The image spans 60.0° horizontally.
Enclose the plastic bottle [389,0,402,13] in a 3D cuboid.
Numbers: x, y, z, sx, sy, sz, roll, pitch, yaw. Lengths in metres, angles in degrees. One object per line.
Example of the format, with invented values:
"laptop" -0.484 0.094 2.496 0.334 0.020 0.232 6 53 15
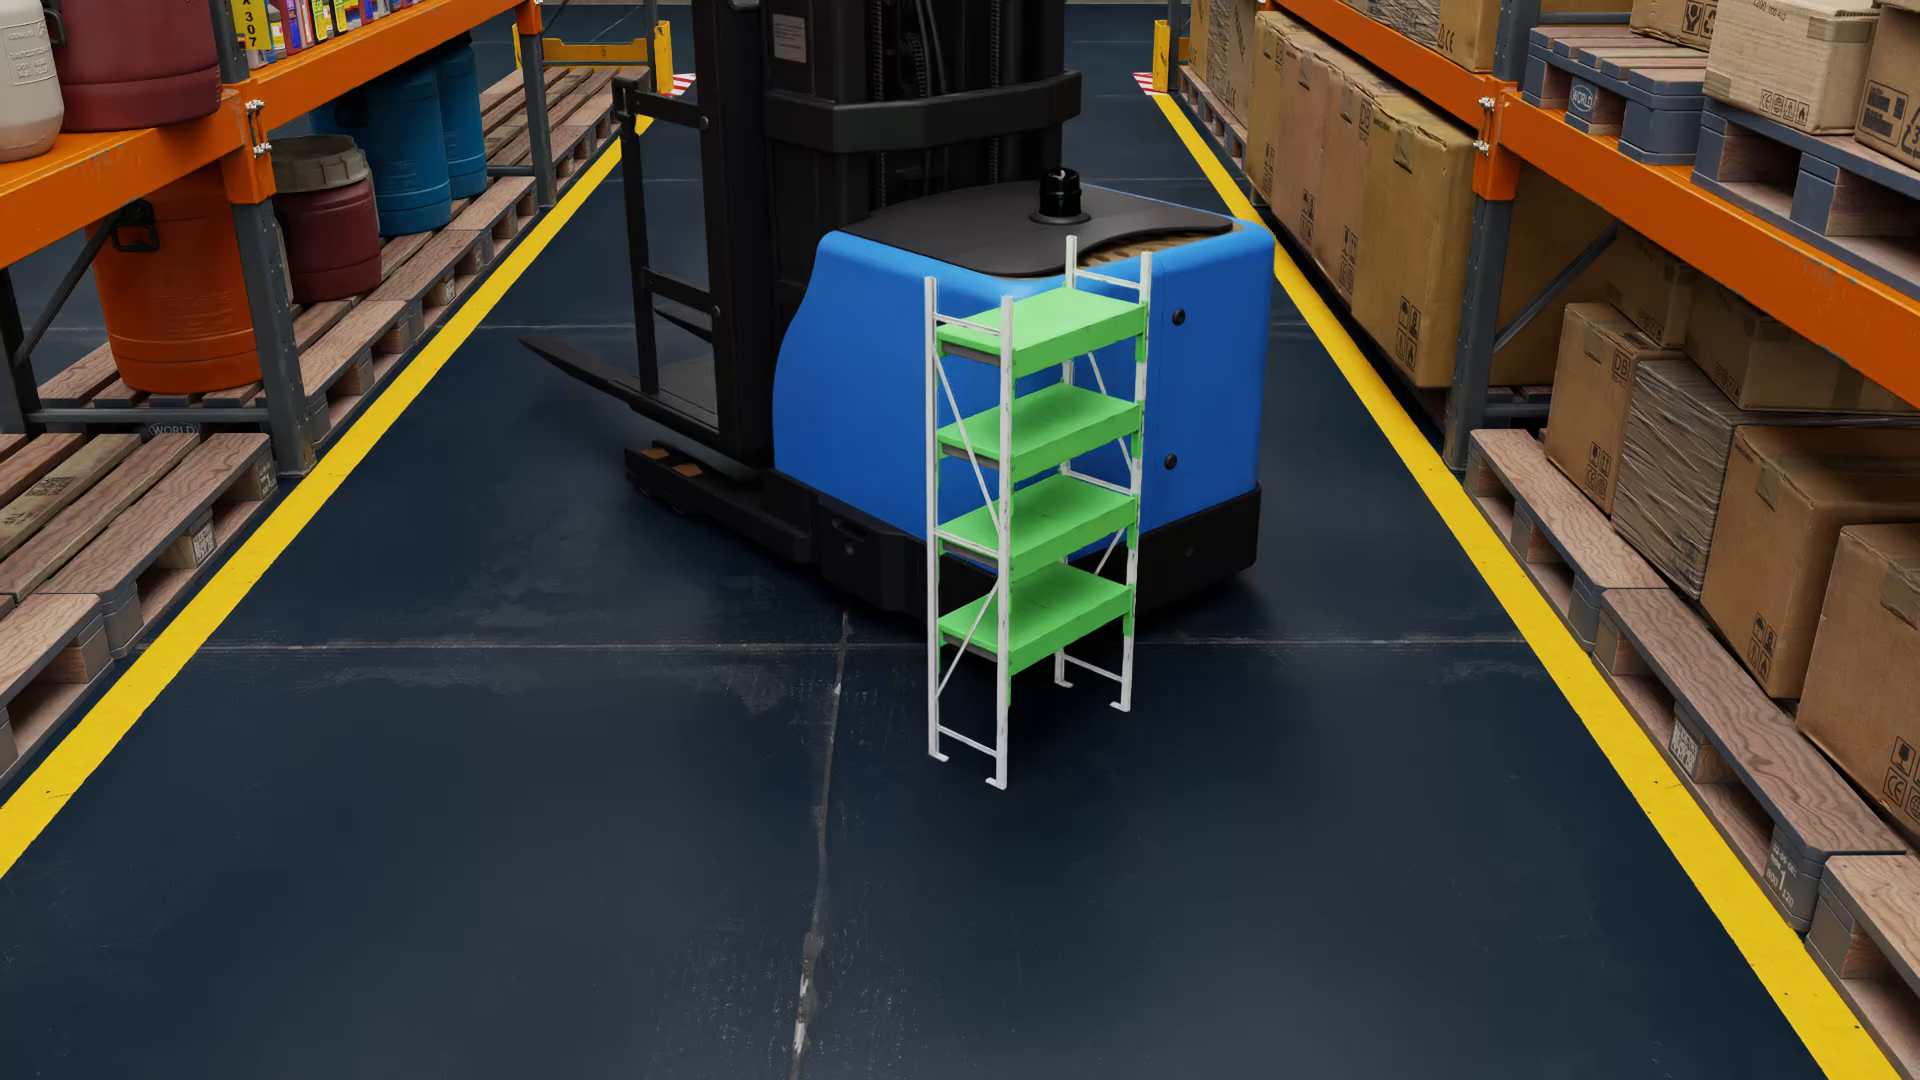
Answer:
"plastic bottle" -2.446 -2.396 6.968 0.144 0.351 0.185 0 24 -1

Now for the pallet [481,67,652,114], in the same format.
"pallet" -2.869 -3.288 12.263 1.003 0.211 1.213 0 24 -1

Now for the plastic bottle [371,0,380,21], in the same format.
"plastic bottle" -2.420 -2.247 6.733 0.097 0.271 0.097 0 24 0

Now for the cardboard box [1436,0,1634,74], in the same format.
"cardboard box" 1.948 -1.872 5.627 0.500 0.500 0.500 0 24 1

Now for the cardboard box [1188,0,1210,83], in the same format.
"cardboard box" 2.201 -3.880 12.258 0.875 0.875 0.875 0 24 -1

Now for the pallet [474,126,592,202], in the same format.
"pallet" -2.842 -2.282 10.040 1.003 0.211 1.213 0 24 -1

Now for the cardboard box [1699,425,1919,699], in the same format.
"cardboard box" 2.260 0.053 3.993 0.700 0.500 0.500 2 24 4

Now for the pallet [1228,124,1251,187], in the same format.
"pallet" 2.227 -2.315 10.113 1.003 0.211 1.213 0 24 -1

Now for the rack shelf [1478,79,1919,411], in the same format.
"rack shelf" 2.223 -0.472 3.527 1.077 0.370 4.000 0 24 -1

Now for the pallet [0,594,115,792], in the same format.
"pallet" -2.772 0.490 3.911 1.003 0.211 1.213 0 24 -1

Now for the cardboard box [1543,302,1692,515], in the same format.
"cardboard box" 2.228 -0.409 5.015 0.700 0.500 0.500 -2 24 -3

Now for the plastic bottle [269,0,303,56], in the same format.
"plastic bottle" -2.391 -1.864 5.873 0.061 0.283 0.133 0 24 -1

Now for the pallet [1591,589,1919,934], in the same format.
"pallet" 2.218 0.470 3.954 1.003 0.211 1.213 0 24 -1

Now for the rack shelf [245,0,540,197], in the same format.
"rack shelf" -2.774 -2.098 7.122 1.077 0.370 4.000 0 24 -1

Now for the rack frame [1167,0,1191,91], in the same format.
"rack frame" 2.114 -4.920 12.489 1.000 3.000 0.127 0 24 -1

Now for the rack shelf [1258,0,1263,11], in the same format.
"rack shelf" 2.135 -3.769 10.815 1.077 0.370 4.000 0 24 -1

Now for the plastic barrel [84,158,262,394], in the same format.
"plastic barrel" -2.774 -1.006 5.958 0.600 0.830 0.708 0 24 -1

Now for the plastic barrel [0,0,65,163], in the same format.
"plastic barrel" -2.527 -1.230 4.193 0.421 0.512 0.421 0 24 0

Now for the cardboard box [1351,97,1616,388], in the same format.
"cardboard box" 2.214 -1.132 6.181 1.225 0.875 0.875 -1 24 -3

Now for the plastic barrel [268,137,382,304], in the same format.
"plastic barrel" -2.787 -1.361 7.036 0.600 0.588 0.708 0 24 -1

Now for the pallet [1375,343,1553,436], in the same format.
"pallet" 2.268 -0.679 6.494 1.003 0.211 1.213 0 24 -1

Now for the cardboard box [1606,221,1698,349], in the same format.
"cardboard box" 2.238 -0.751 4.860 0.500 0.250 0.500 1 24 2

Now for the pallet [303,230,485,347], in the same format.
"pallet" -2.813 -1.157 7.553 1.003 0.211 1.213 0 24 -1

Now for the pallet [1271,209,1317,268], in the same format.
"pallet" 2.241 -1.684 8.717 1.003 0.211 1.213 0 24 -1

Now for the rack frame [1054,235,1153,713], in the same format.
"rack frame" 0.345 -0.139 4.100 0.240 1.200 0.015 20 31 38

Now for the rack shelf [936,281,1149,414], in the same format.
"rack shelf" 0.181 -0.443 3.764 0.258 0.148 0.480 20 31 38

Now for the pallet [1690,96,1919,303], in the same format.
"pallet" 2.263 -0.721 3.437 1.003 0.211 1.213 0 24 -1

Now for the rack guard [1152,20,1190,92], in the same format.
"rack guard" 2.113 -3.791 13.026 1.175 0.500 0.348 0 24 -1

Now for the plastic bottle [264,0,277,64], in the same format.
"plastic bottle" -2.407 -1.771 5.681 0.097 0.271 0.097 0 24 0

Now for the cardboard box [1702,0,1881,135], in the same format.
"cardboard box" 1.989 -1.055 3.616 0.500 0.250 0.500 -1 24 -2

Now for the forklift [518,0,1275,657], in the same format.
"forklift" -0.467 -1.542 5.104 1.130 2.935 3.031 -20 31 -37

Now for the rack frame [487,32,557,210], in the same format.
"rack frame" -2.795 -3.250 8.796 1.000 3.000 0.127 0 24 -1

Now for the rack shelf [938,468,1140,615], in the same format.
"rack shelf" 0.181 -0.006 3.962 0.258 0.148 0.480 20 31 38

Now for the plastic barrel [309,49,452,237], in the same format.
"plastic barrel" -2.799 -1.969 8.001 0.600 0.901 0.708 0 24 -1

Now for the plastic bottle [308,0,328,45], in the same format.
"plastic bottle" -2.394 -1.974 6.117 0.061 0.283 0.133 0 24 -1

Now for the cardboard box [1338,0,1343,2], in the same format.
"cardboard box" 1.924 -2.714 7.489 0.500 0.500 0.500 -1 24 -2

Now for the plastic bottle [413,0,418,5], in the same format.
"plastic bottle" -2.426 -2.441 7.249 0.097 0.201 0.097 0 24 0

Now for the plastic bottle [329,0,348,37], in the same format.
"plastic bottle" -2.397 -2.069 6.327 0.061 0.283 0.133 0 24 -1

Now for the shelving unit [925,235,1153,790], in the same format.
"shelving unit" 0.181 -0.064 3.936 0.258 1.200 0.503 20 31 38

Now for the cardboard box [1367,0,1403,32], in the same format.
"cardboard box" 1.939 -2.291 6.554 0.500 0.500 0.500 -1 24 -2

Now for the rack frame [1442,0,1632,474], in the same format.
"rack frame" 2.201 -1.624 5.201 1.000 3.000 0.127 0 24 -1

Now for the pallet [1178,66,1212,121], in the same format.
"pallet" 2.201 -3.321 12.336 1.003 0.211 1.213 0 24 -1

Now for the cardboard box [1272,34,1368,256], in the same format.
"cardboard box" 2.195 -1.864 7.799 1.225 0.875 0.875 -1 24 -2

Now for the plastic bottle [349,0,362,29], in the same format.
"plastic bottle" -2.417 -2.151 6.523 0.097 0.271 0.097 0 24 0

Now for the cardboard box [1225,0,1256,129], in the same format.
"cardboard box" 2.220 -3.139 10.618 0.875 0.875 0.875 0 24 -1
